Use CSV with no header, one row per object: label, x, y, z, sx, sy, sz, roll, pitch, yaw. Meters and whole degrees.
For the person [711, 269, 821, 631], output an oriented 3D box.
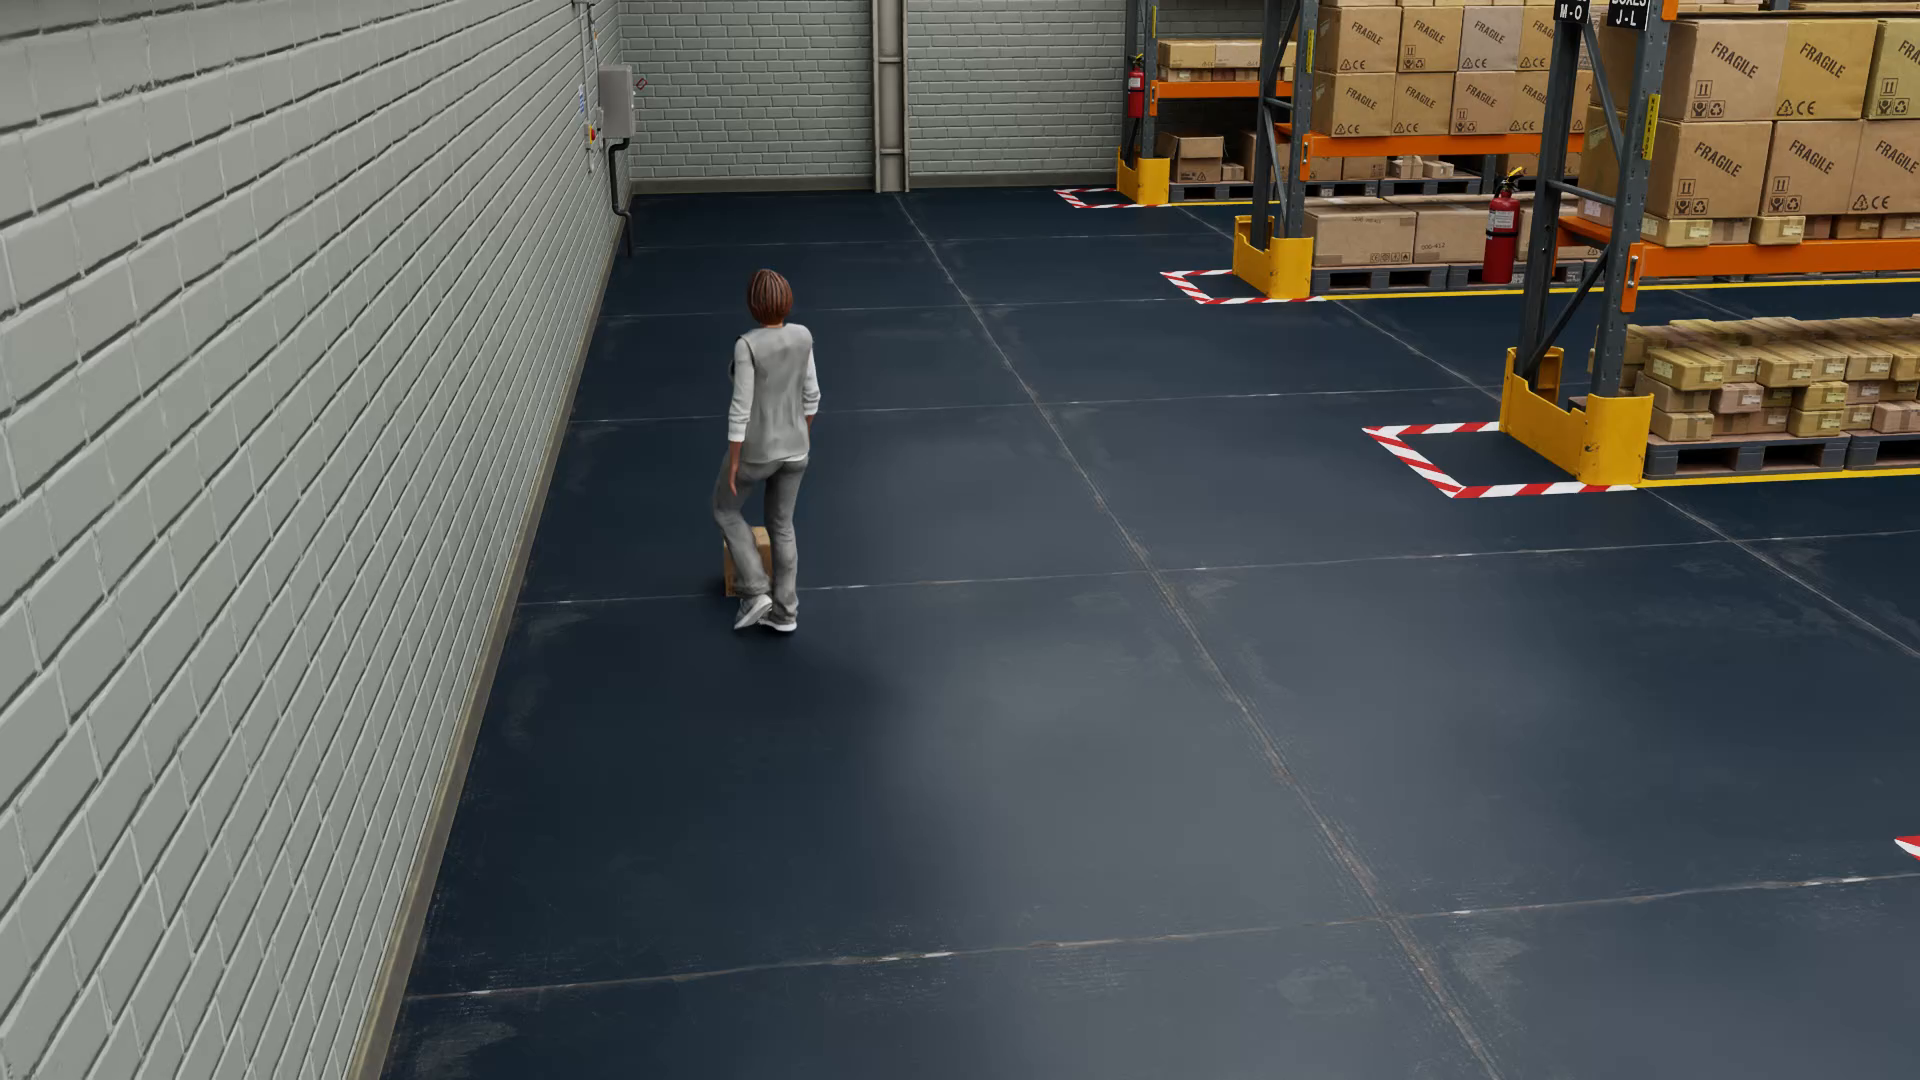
person,-0.829,-0.372,7.071,0.466,1.604,0.408,-14,24,-33
